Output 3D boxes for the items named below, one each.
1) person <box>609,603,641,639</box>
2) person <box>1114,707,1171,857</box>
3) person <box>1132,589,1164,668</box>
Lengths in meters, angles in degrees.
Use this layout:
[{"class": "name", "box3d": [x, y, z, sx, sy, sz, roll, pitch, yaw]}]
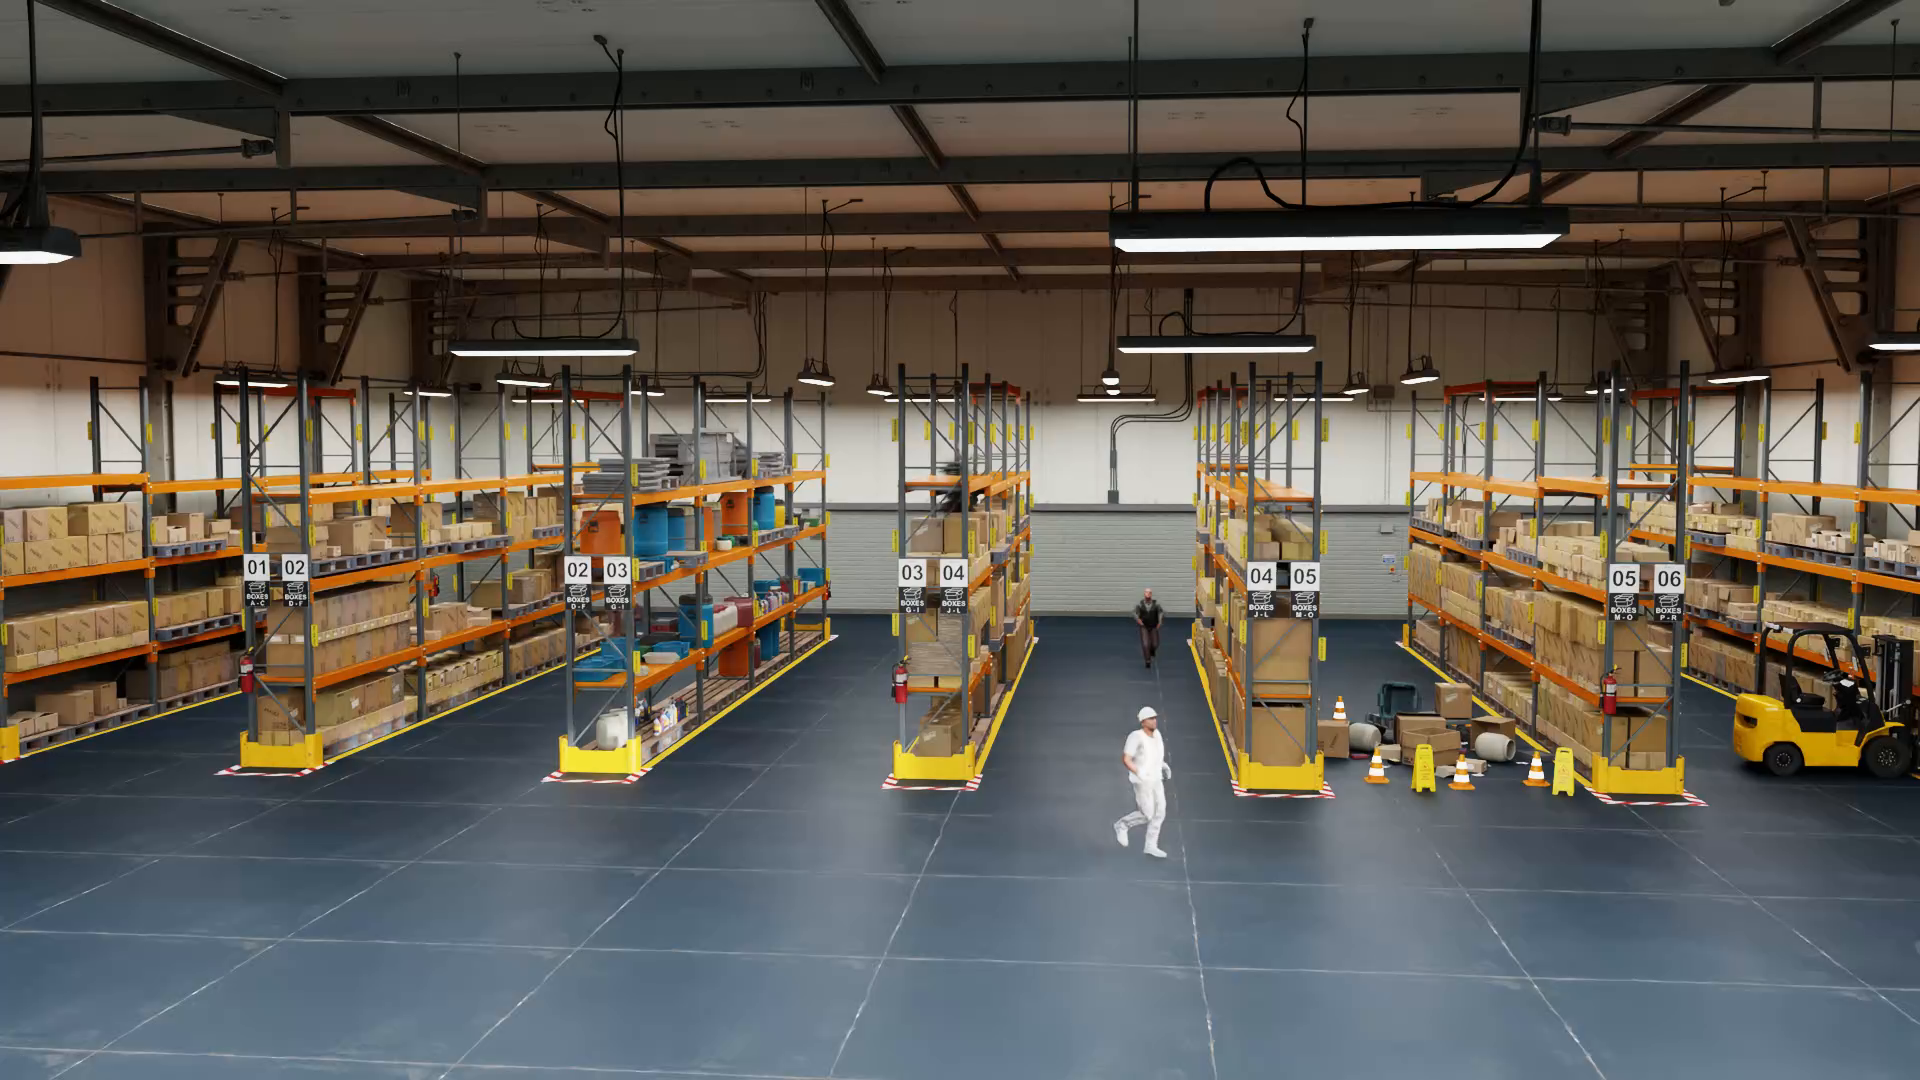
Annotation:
[{"class": "person", "box3d": [-6.849, 1.921, 34.021, 0.681, 1.837, 0.868, 0, 4, -4]}, {"class": "person", "box3d": [2.188, 2.859, 19.817, 0.679, 1.758, 0.706, 3, 5, 42]}, {"class": "person", "box3d": [4.041, 1.888, 35.693, 0.693, 1.689, 0.585, 0, 4, 0]}]
